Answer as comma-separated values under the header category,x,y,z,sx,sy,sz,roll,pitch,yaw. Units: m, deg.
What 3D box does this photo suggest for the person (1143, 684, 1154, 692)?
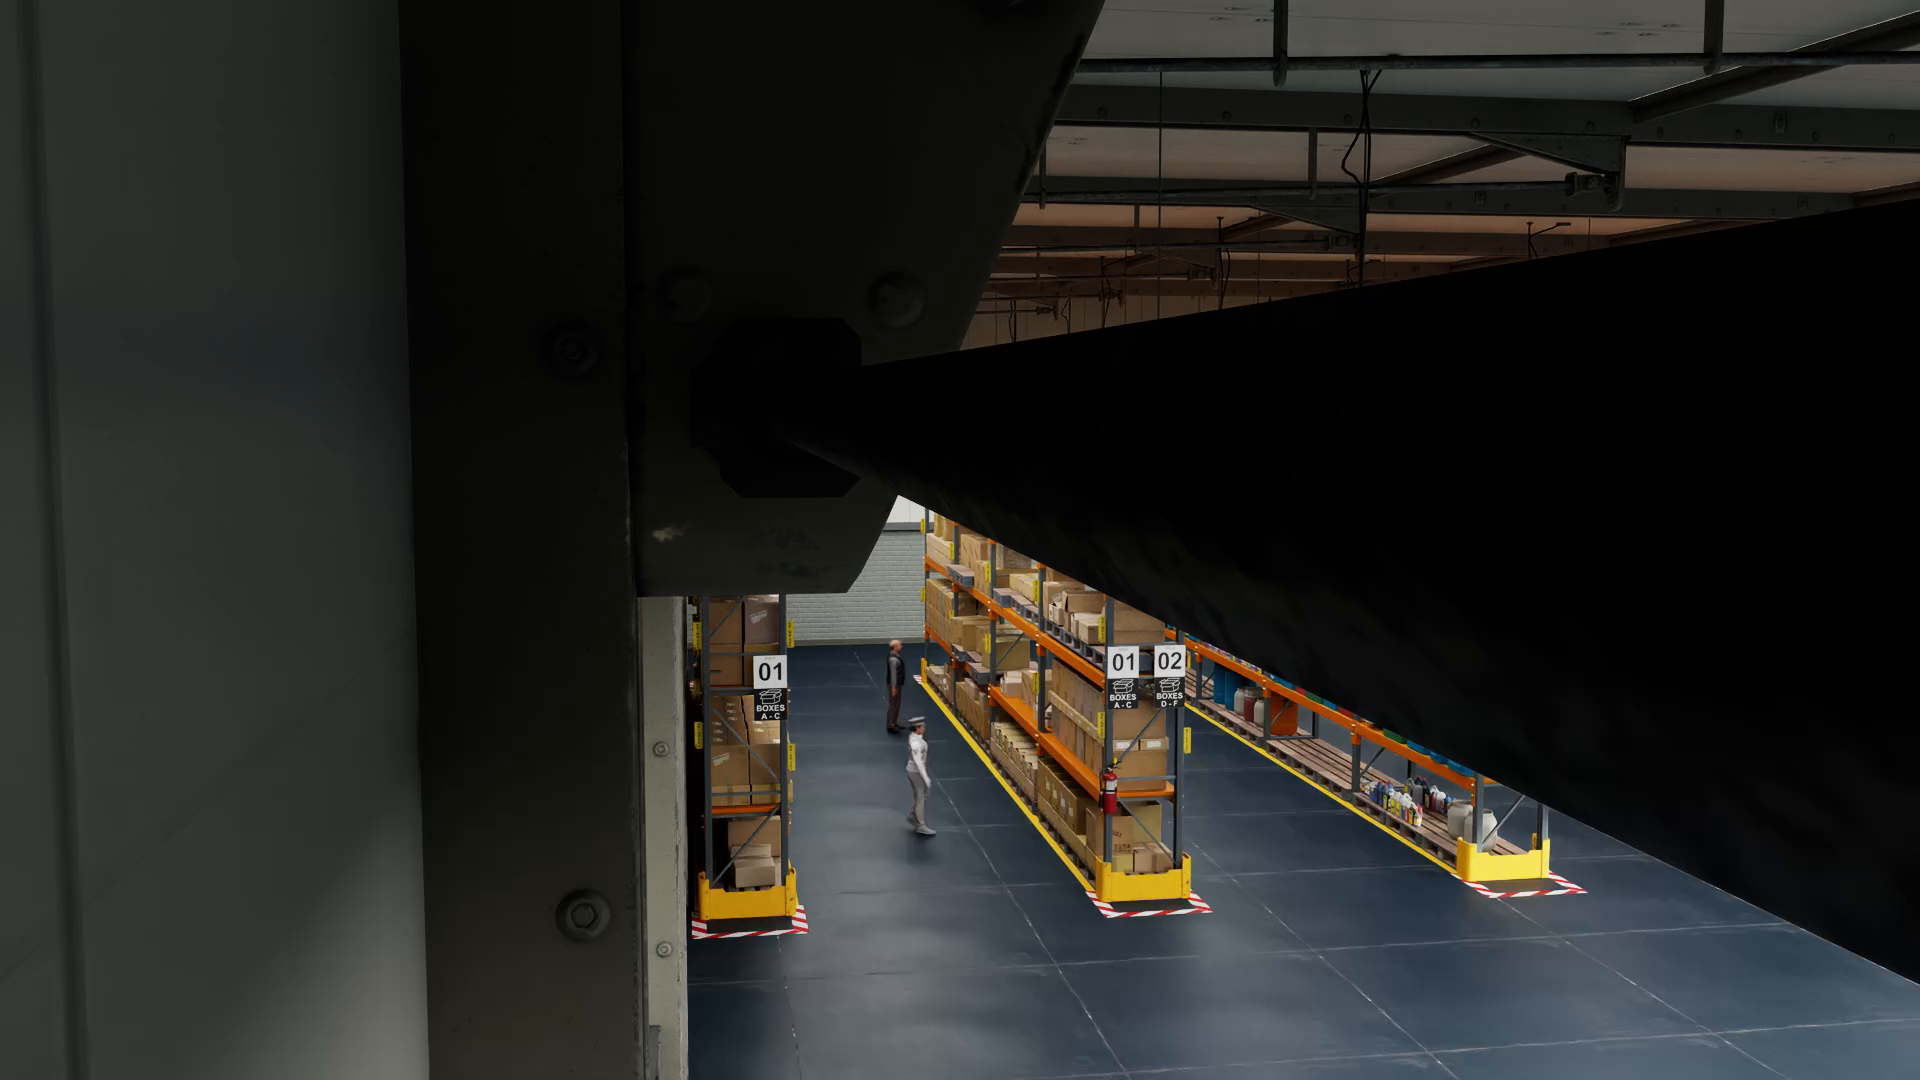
category,x,y,z,sx,sy,sz,roll,pitch,yaw
person,3.884,2.516,34.473,0.481,1.597,0.463,5,7,44

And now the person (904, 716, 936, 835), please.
category,x,y,z,sx,sy,sz,roll,pitch,yaw
person,-0.557,3.382,24.032,0.449,1.684,0.618,0,5,2

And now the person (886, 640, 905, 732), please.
category,x,y,z,sx,sy,sz,roll,pitch,yaw
person,-1.209,2.730,31.154,0.361,1.730,0.607,0,5,-1
